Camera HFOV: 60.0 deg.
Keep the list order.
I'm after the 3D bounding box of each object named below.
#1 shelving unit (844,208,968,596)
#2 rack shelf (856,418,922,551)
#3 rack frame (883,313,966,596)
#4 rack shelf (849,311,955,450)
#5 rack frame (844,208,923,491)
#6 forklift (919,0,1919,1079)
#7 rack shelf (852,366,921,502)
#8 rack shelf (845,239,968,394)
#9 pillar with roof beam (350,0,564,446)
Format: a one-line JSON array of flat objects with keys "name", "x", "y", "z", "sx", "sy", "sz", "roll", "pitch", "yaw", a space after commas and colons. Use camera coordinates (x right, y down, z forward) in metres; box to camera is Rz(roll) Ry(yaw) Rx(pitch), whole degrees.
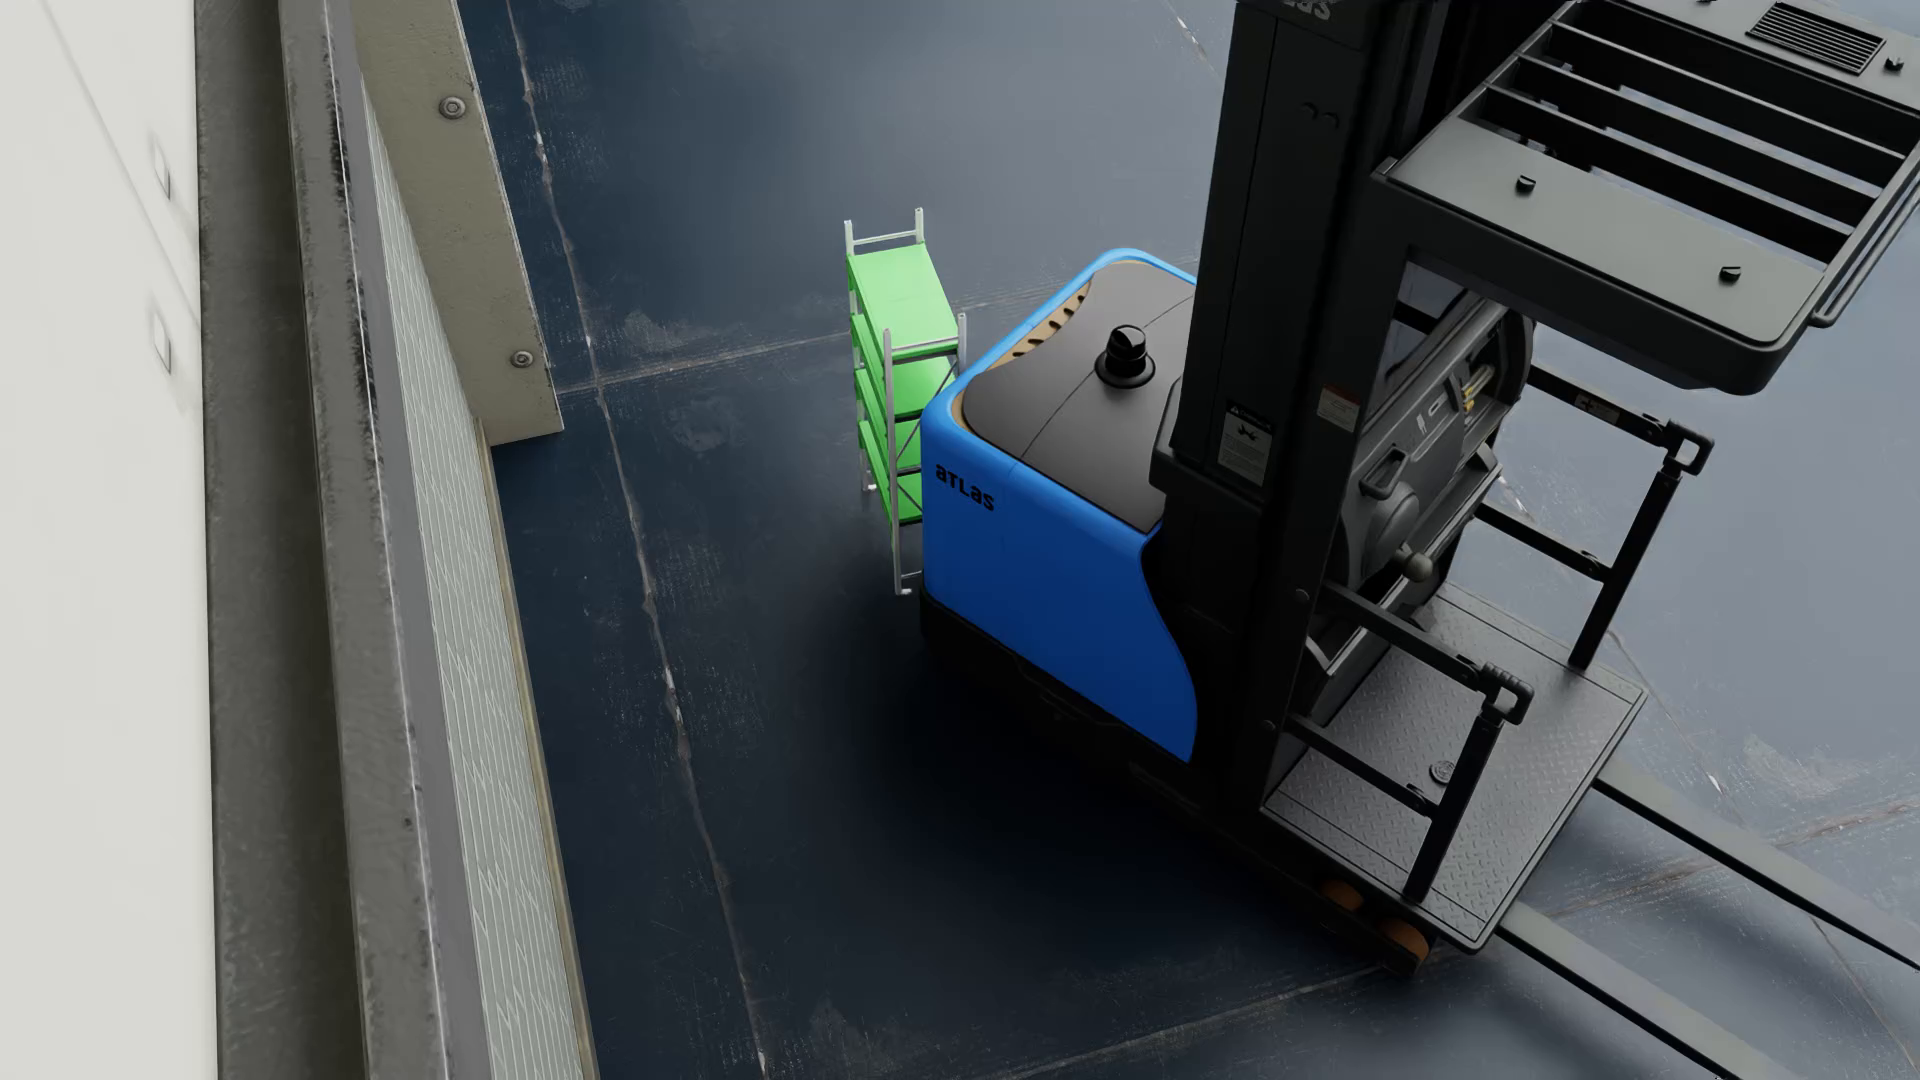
[{"name": "shelving unit", "x": -0.165, "y": -0.409, "z": 5.310, "sx": 0.258, "sy": 1.200, "sz": 0.503, "roll": -12, "pitch": 51, "yaw": -10}, {"name": "rack shelf", "x": -0.165, "y": -0.213, "z": 5.542, "sx": 0.258, "sy": 0.148, "sz": 0.480, "roll": -12, "pitch": 51, "yaw": -10}, {"name": "rack frame", "x": -0.101, "y": -0.229, "z": 5.158, "sx": 0.240, "sy": 1.200, "sz": 0.015, "roll": -12, "pitch": 51, "yaw": -10}, {"name": "rack shelf", "x": -0.165, "y": -0.522, "z": 5.175, "sx": 0.258, "sy": 0.148, "sz": 0.480, "roll": -12, "pitch": 51, "yaw": -10}, {"name": "rack frame", "x": -0.230, "y": -0.589, "z": 5.461, "sx": 0.240, "sy": 1.200, "sz": 0.015, "roll": -12, "pitch": 51, "yaw": -10}, {"name": "forklift", "x": 1.332, "y": -0.181, "z": 3.986, "sx": 3.031, "sy": 2.935, "sz": 1.130, "roll": 32, "pitch": 57, "yaw": 24}, {"name": "rack shelf", "x": -0.165, "y": -0.367, "z": 5.359, "sx": 0.258, "sy": 0.148, "sz": 0.480, "roll": -12, "pitch": 51, "yaw": -10}, {"name": "rack shelf", "x": -0.165, "y": -0.677, "z": 4.992, "sx": 0.258, "sy": 0.148, "sz": 0.480, "roll": -12, "pitch": 51, "yaw": -10}, {"name": "pillar with roof beam", "x": 2.458, "y": -4.386, "z": 3.562, "sx": 9.100, "sy": 9.000, "sz": 0.400, "roll": -13, "pitch": 51, "yaw": -11}]
